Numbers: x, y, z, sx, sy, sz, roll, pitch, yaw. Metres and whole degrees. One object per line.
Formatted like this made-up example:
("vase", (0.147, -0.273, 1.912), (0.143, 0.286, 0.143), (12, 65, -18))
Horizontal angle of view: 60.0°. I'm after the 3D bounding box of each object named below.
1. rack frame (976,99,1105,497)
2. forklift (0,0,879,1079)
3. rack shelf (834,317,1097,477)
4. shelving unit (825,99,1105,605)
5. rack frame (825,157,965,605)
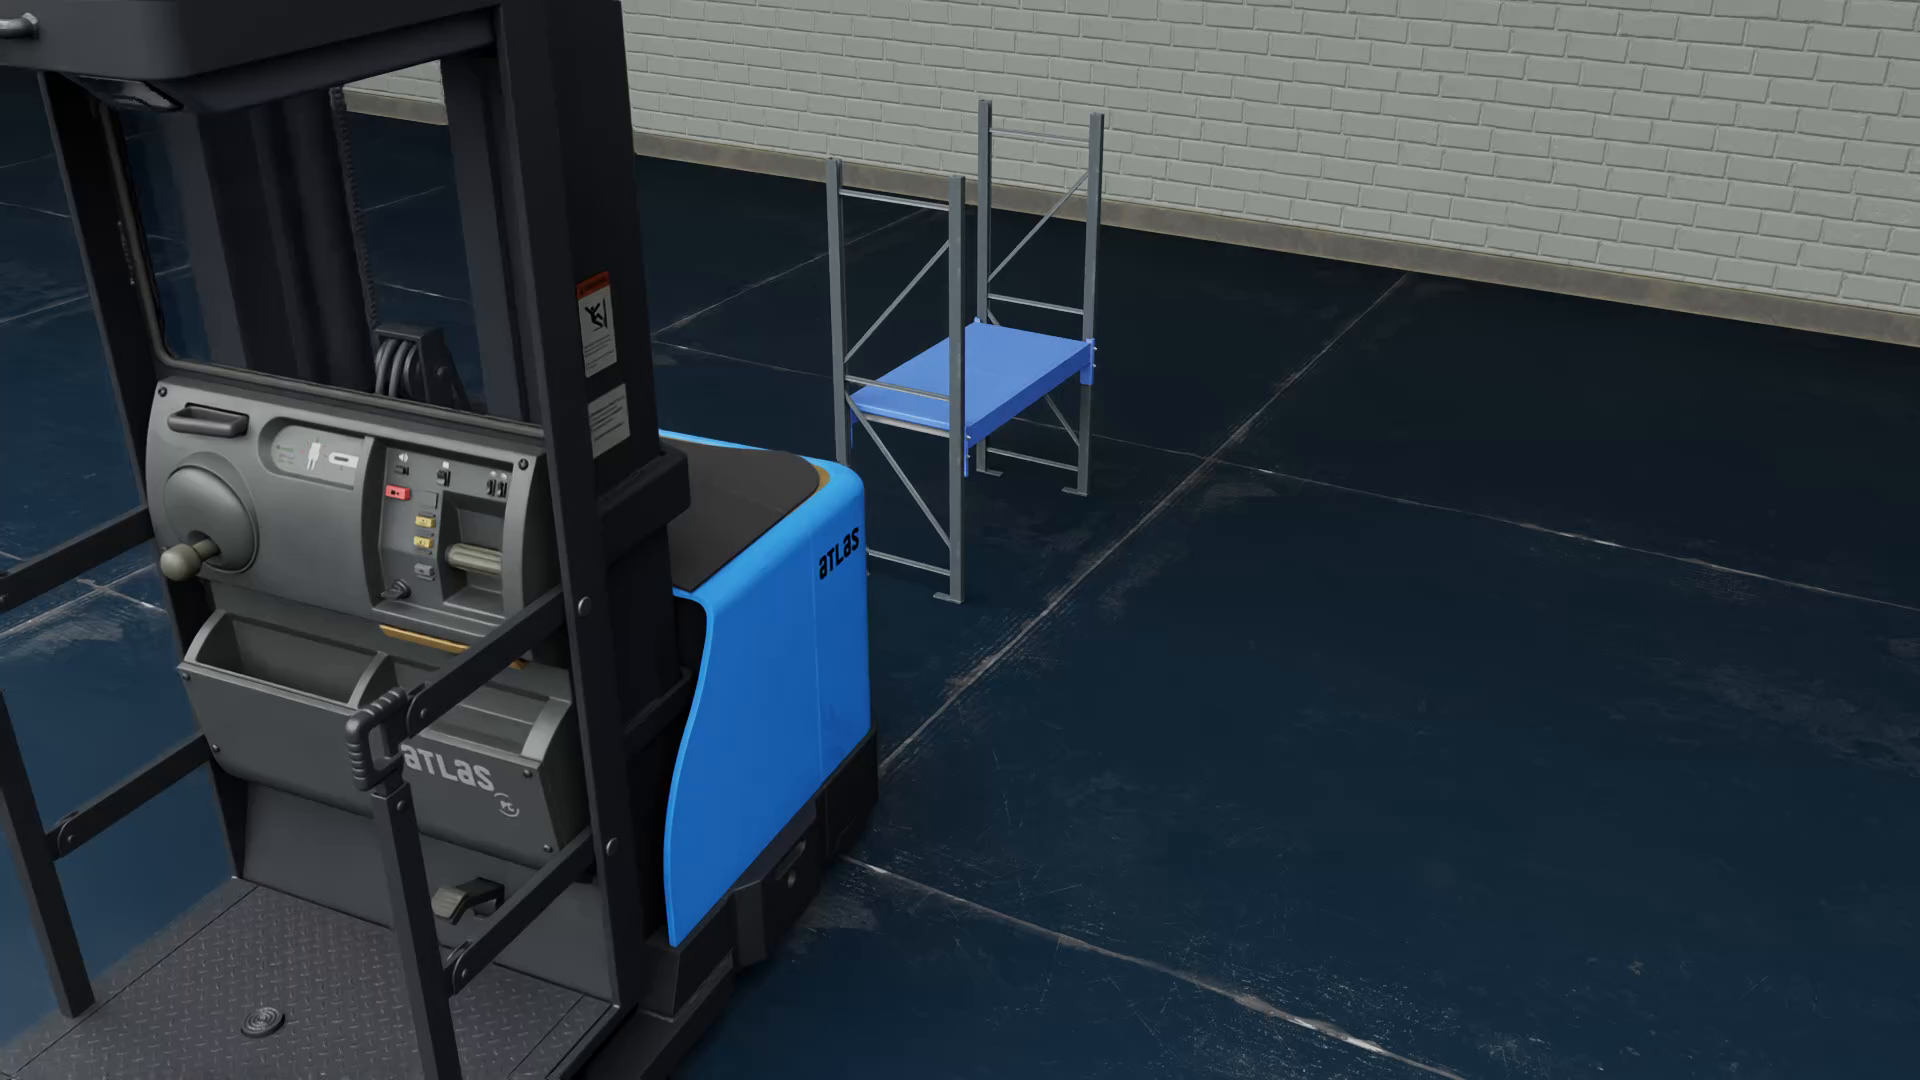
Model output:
("rack frame", (0.292, -0.902, 6.376), (0.500, 1.500, 0.032), (14, 30, 26))
("forklift", (-1.288, -0.025, 3.026), (1.130, 2.935, 3.031), (11, 29, 21))
("rack shelf", (0.042, -0.543, 6.061), (0.538, 0.185, 1.000), (14, 30, 26))
("shelving unit", (0.042, -0.704, 5.981), (0.538, 1.500, 1.048), (14, 30, 26))
("rack frame", (-0.208, -0.506, 5.585), (0.500, 1.500, 0.032), (14, 30, 26))
